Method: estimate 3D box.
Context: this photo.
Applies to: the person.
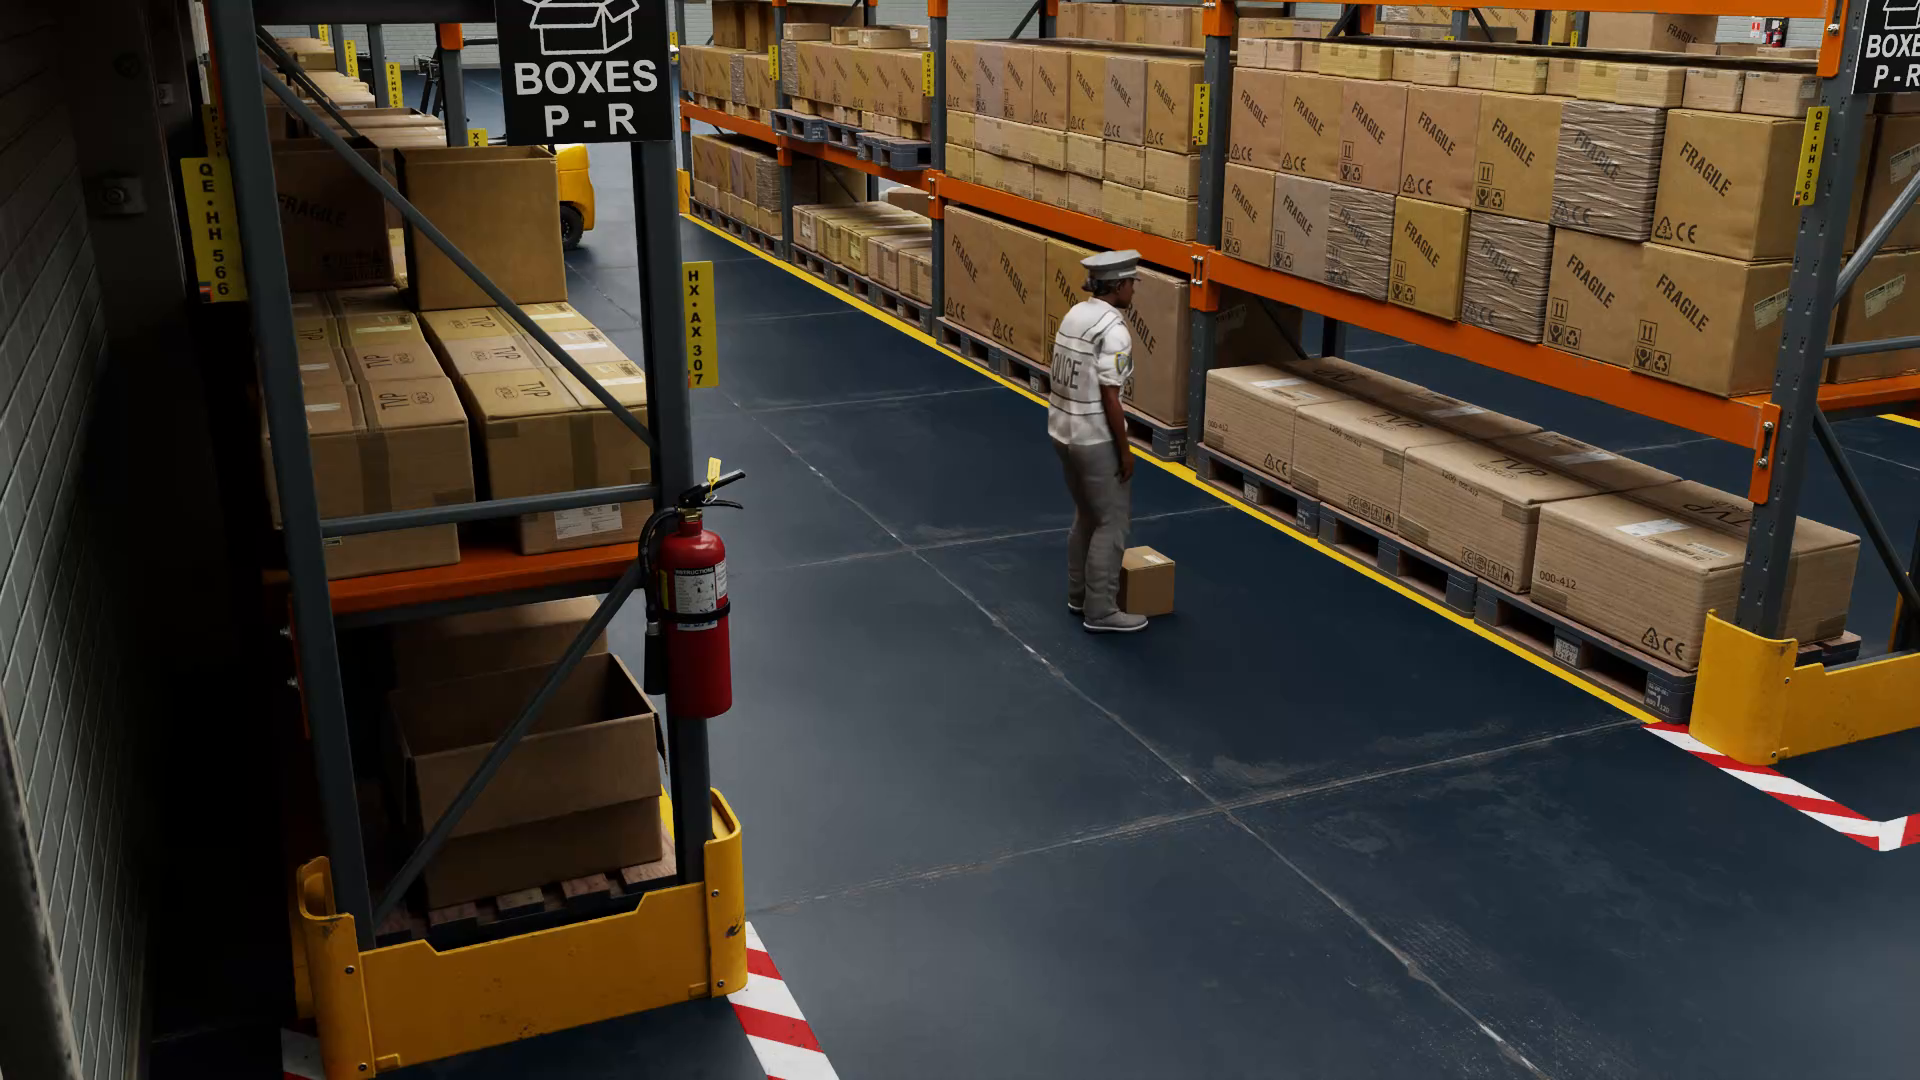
[{"bbox_3d":[0.614,-0.436,7.332,0.415,1.659,0.505,-8,20,-22],"label":"person"}]
